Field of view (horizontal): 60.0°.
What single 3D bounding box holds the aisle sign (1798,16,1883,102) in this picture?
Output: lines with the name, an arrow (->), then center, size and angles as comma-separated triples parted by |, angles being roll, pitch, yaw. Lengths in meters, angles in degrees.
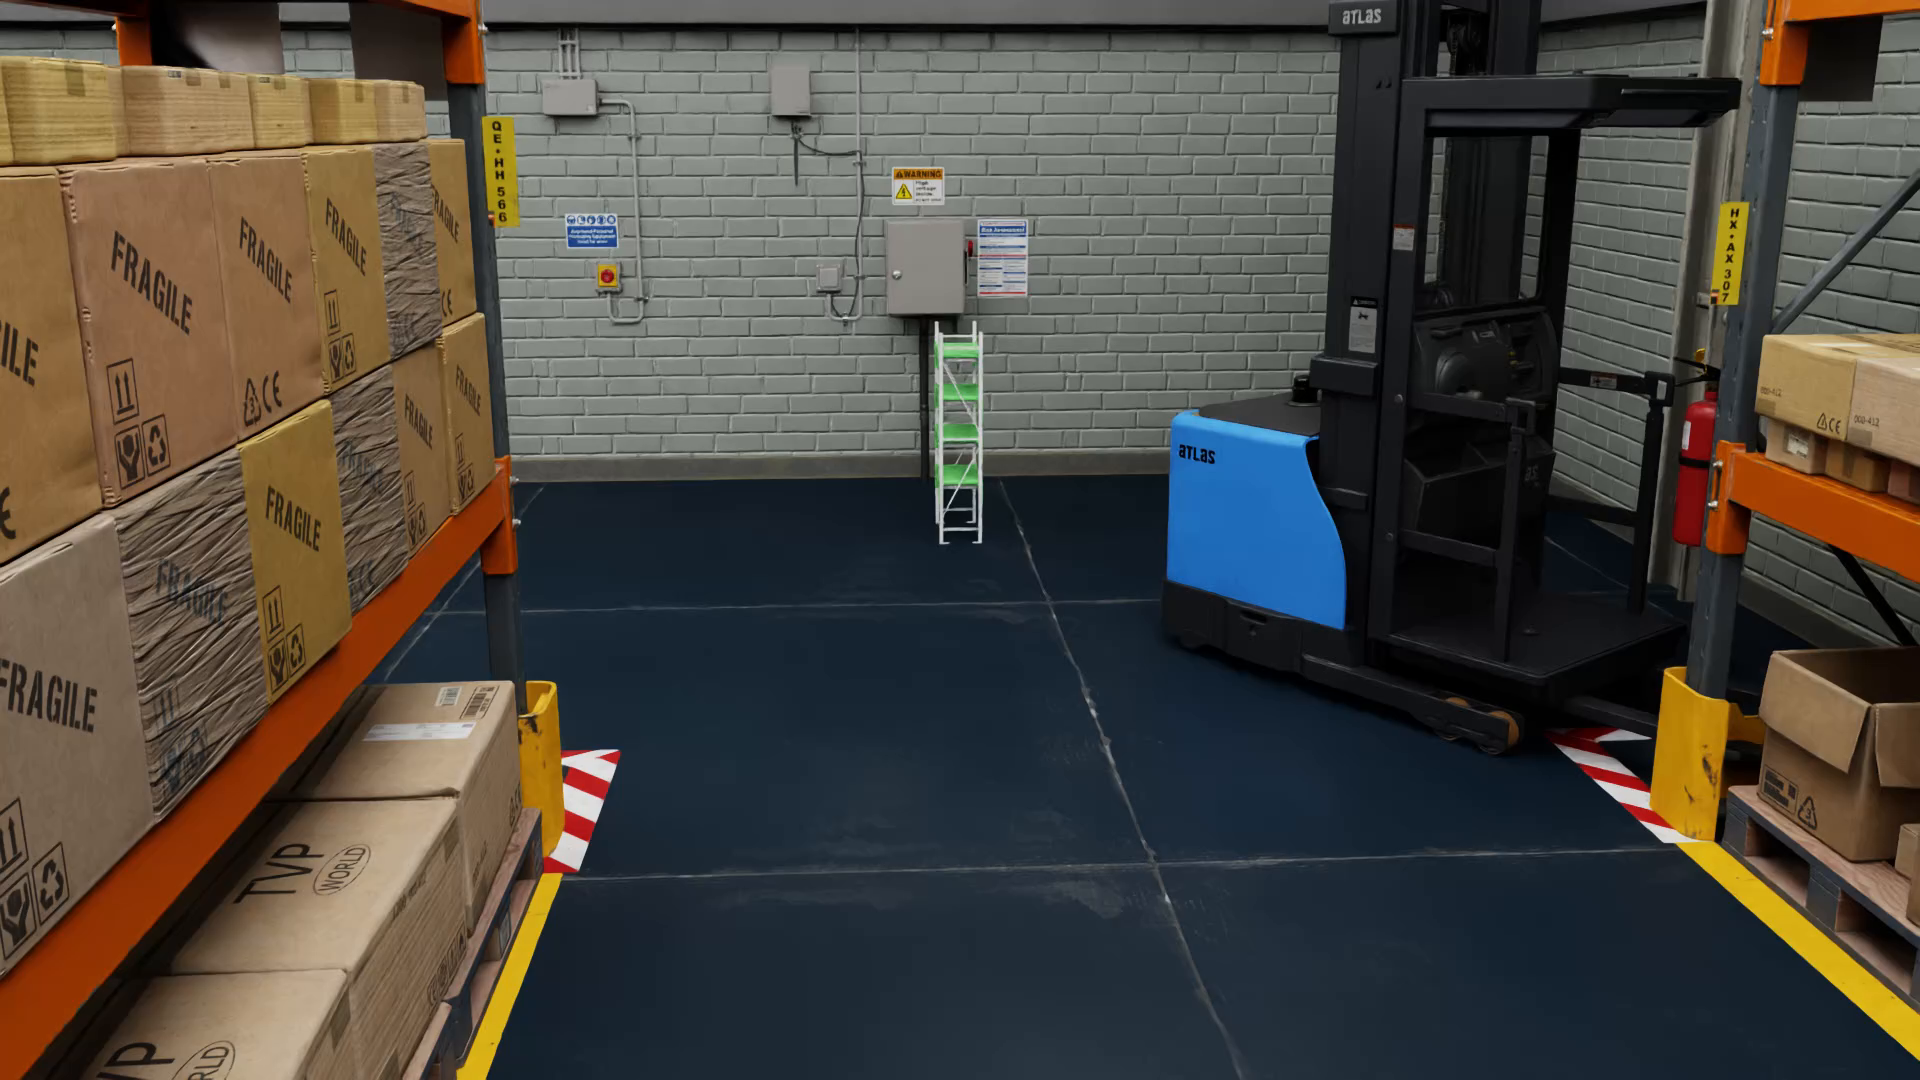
aisle sign -> 2.722, -1.781, 5.213 | 0.394, 0.787, 0.004 | -1, 14, -3

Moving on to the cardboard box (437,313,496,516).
cardboard box -> -1.640, -0.365, 4.724 | 0.500, 0.500, 0.500 | -1, 14, -3

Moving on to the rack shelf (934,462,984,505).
rack shelf -> -0.010, -0.328, 9.613 | 0.258, 0.148, 0.480 | -1, 14, -3

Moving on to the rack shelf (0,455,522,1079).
rack shelf -> -1.811, 0.413, 3.344 | 1.077, 0.370, 4.000 | -1, 14, -3

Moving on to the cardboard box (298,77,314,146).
cardboard box -> -1.653, -0.938, 3.643 | 0.380, 0.149, 0.250 | -1, 14, -4

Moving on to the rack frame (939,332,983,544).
rack frame -> 0.005, -0.562, 9.301 | 0.240, 1.200, 0.015 | -1, 14, -3

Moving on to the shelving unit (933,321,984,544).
shelving unit -> -0.010, -0.622, 9.537 | 0.258, 1.200, 0.503 | -1, 14, -3

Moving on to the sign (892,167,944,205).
sign -> -0.270, -2.281, 10.715 | 0.339, 0.242, 0.001 | -1, 14, -3

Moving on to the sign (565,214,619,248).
sign -> -2.359, -1.980, 10.659 | 0.327, 0.218, 0.001 | -1, 14, -3

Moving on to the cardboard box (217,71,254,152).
cardboard box -> -1.581, -0.811, 3.150 | 0.380, 0.149, 0.250 | 0, 14, -2

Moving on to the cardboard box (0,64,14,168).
cardboard box -> -1.491, -0.556, 2.159 | 0.380, 0.149, 0.250 | -1, 14, -4

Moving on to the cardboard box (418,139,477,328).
cardboard box -> -1.667, -0.849, 4.599 | 0.500, 0.500, 0.500 | 0, 14, -2

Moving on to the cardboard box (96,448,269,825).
cardboard box -> -1.506, 0.144, 2.745 | 0.500, 0.500, 0.500 | -1, 14, -3

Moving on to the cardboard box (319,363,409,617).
cardboard box -> -1.583, -0.112, 3.742 | 0.500, 0.500, 0.500 | 0, 14, -2

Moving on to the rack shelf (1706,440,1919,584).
rack shelf -> 3.143, 0.336, 3.645 | 1.077, 0.370, 4.000 | -1, 14, -3

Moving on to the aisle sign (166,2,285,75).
aisle sign -> -2.228, -1.705, 4.916 | 0.394, 0.787, 0.004 | -1, 14, -3

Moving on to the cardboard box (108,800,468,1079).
cardboard box -> -1.729, 0.995, 3.938 | 0.875, 0.438, 0.875 | 0, 14, -2

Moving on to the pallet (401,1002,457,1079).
pallet -> -1.734, 1.418, 3.590 | 1.003, 0.211, 1.213 | -1, 14, -3

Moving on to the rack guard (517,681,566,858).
rack guard -> -1.936, 0.772, 5.522 | 1.175, 0.500, 0.348 | -1, 14, -3

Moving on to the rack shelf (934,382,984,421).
rack shelf -> -0.010, -0.793, 9.493 | 0.258, 0.148, 0.480 | -1, 14, -3

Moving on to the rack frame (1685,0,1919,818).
rack frame -> 3.019, -0.510, 5.489 | 1.000, 3.000, 0.127 | -1, 14, -3

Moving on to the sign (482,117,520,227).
sign -> -1.392, -1.113, 5.033 | 0.100, 0.325, 0.005 | -1, 14, -3

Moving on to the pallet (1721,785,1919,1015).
pallet -> 3.074, 1.058, 4.992 | 1.003, 0.211, 1.213 | -1, 14, -3

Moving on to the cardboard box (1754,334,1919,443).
cardboard box -> 2.779, -0.464, 5.016 | 0.500, 0.250, 0.500 | -1, 14, -3

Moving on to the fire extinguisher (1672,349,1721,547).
fire extinguisher -> 2.549, -0.321, 5.659 | 0.296, 0.674, 0.183 | -1, 14, -3

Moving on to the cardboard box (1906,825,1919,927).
cardboard box -> 2.977, 0.864, 4.322 | 0.700, 0.500, 0.500 | 0, 14, -1

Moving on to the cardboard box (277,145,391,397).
cardboard box -> -1.578, -0.596, 3.617 | 0.500, 0.500, 0.500 | -1, 14, -4

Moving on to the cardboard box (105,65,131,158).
cardboard box -> -1.576, -0.684, 2.655 | 0.380, 0.149, 0.250 | -1, 14, -4

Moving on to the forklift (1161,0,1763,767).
forklift -> 2.254, -0.742, 6.526 | 1.130, 2.935, 3.031 | -12, 18, -38

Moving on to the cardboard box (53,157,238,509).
cardboard box -> -1.520, -0.346, 2.643 | 0.500, 0.500, 0.500 | -1, 14, -2

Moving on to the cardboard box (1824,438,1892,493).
cardboard box -> 2.828, -0.240, 4.943 | 0.380, 0.149, 0.250 | -1, 14, -2

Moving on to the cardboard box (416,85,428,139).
cardboard box -> -1.712, -1.193, 4.635 | 0.380, 0.149, 0.250 | -1, 14, -3

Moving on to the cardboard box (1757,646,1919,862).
cardboard box -> 2.963, 0.649, 5.151 | 0.797, 0.503, 0.637 | -1, 15, -6
